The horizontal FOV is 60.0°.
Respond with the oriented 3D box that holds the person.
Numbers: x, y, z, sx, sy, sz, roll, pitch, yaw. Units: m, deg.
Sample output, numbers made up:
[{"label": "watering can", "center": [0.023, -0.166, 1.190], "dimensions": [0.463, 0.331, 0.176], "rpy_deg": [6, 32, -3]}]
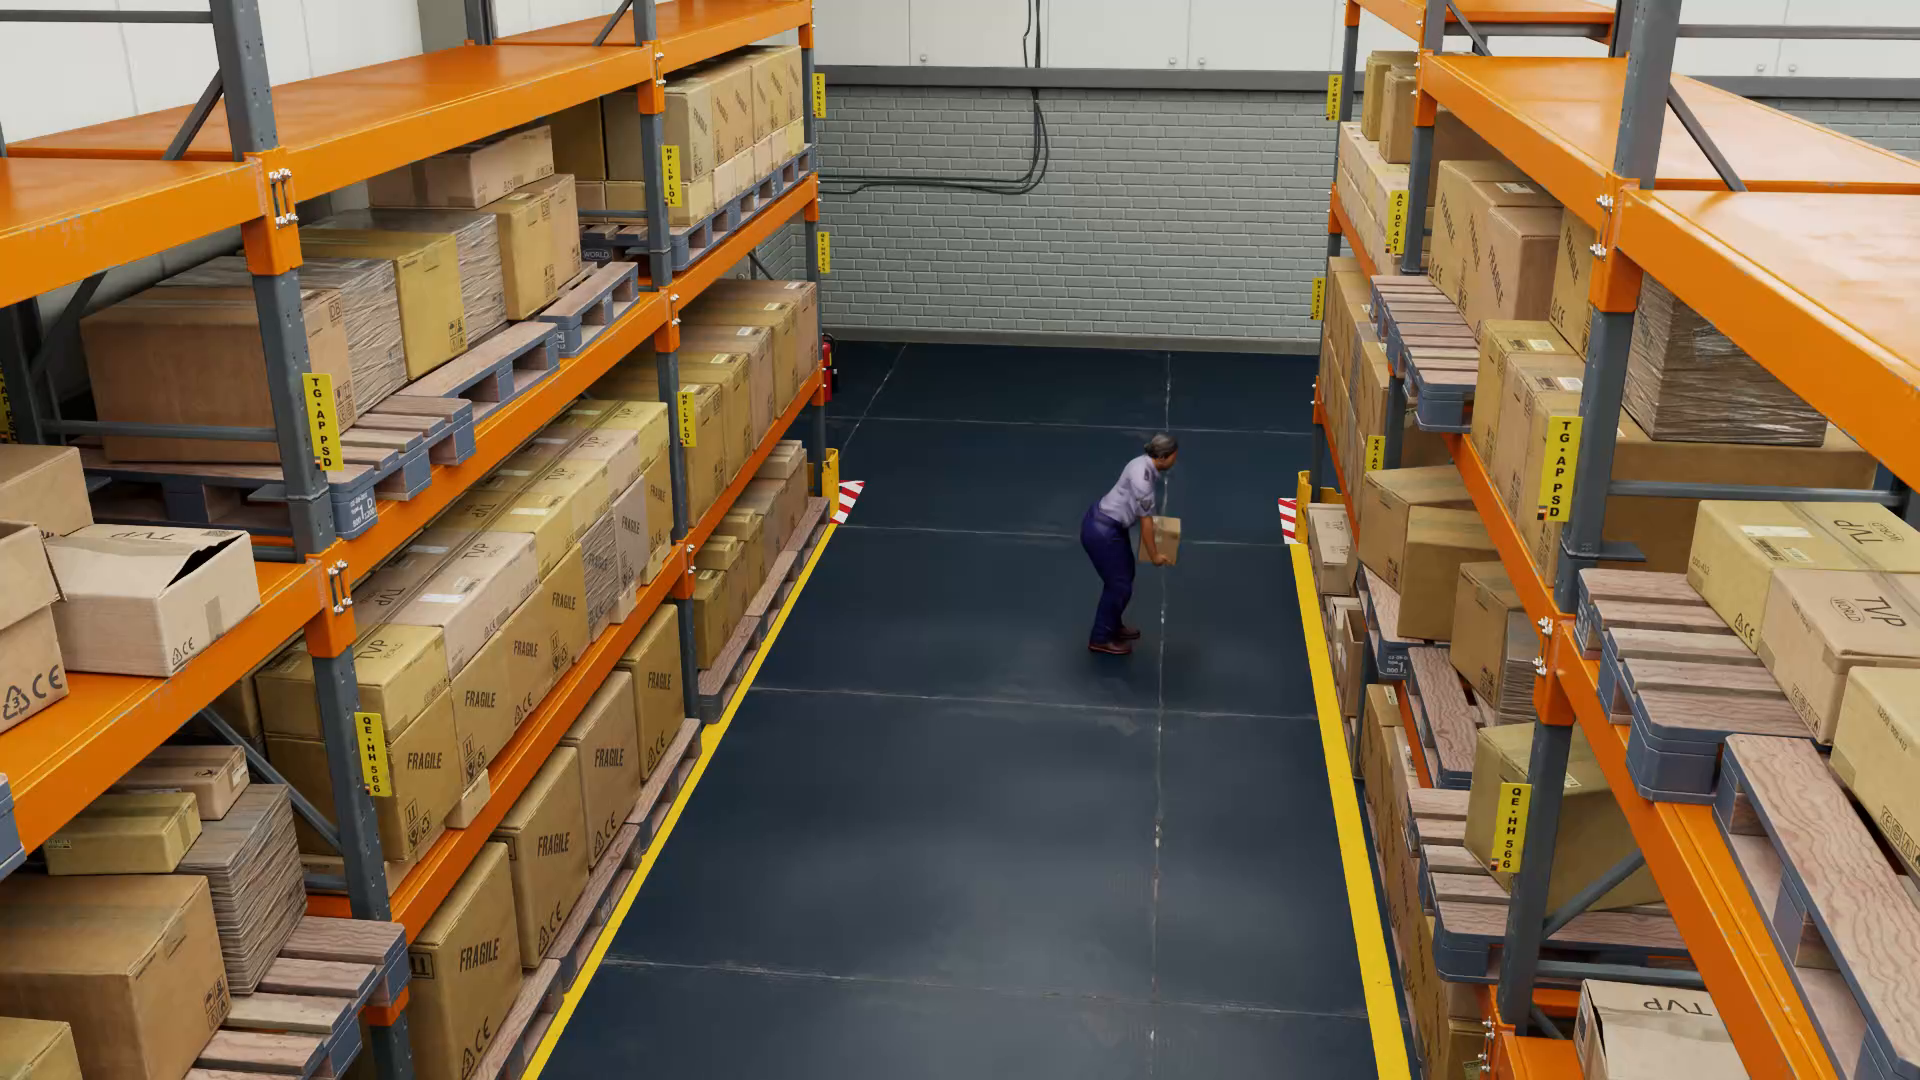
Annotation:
[{"label": "person", "center": [1.132, 0.010, 11.261], "dimensions": [0.633, 1.525, 0.446], "rpy_deg": [2, 21, 5]}]
